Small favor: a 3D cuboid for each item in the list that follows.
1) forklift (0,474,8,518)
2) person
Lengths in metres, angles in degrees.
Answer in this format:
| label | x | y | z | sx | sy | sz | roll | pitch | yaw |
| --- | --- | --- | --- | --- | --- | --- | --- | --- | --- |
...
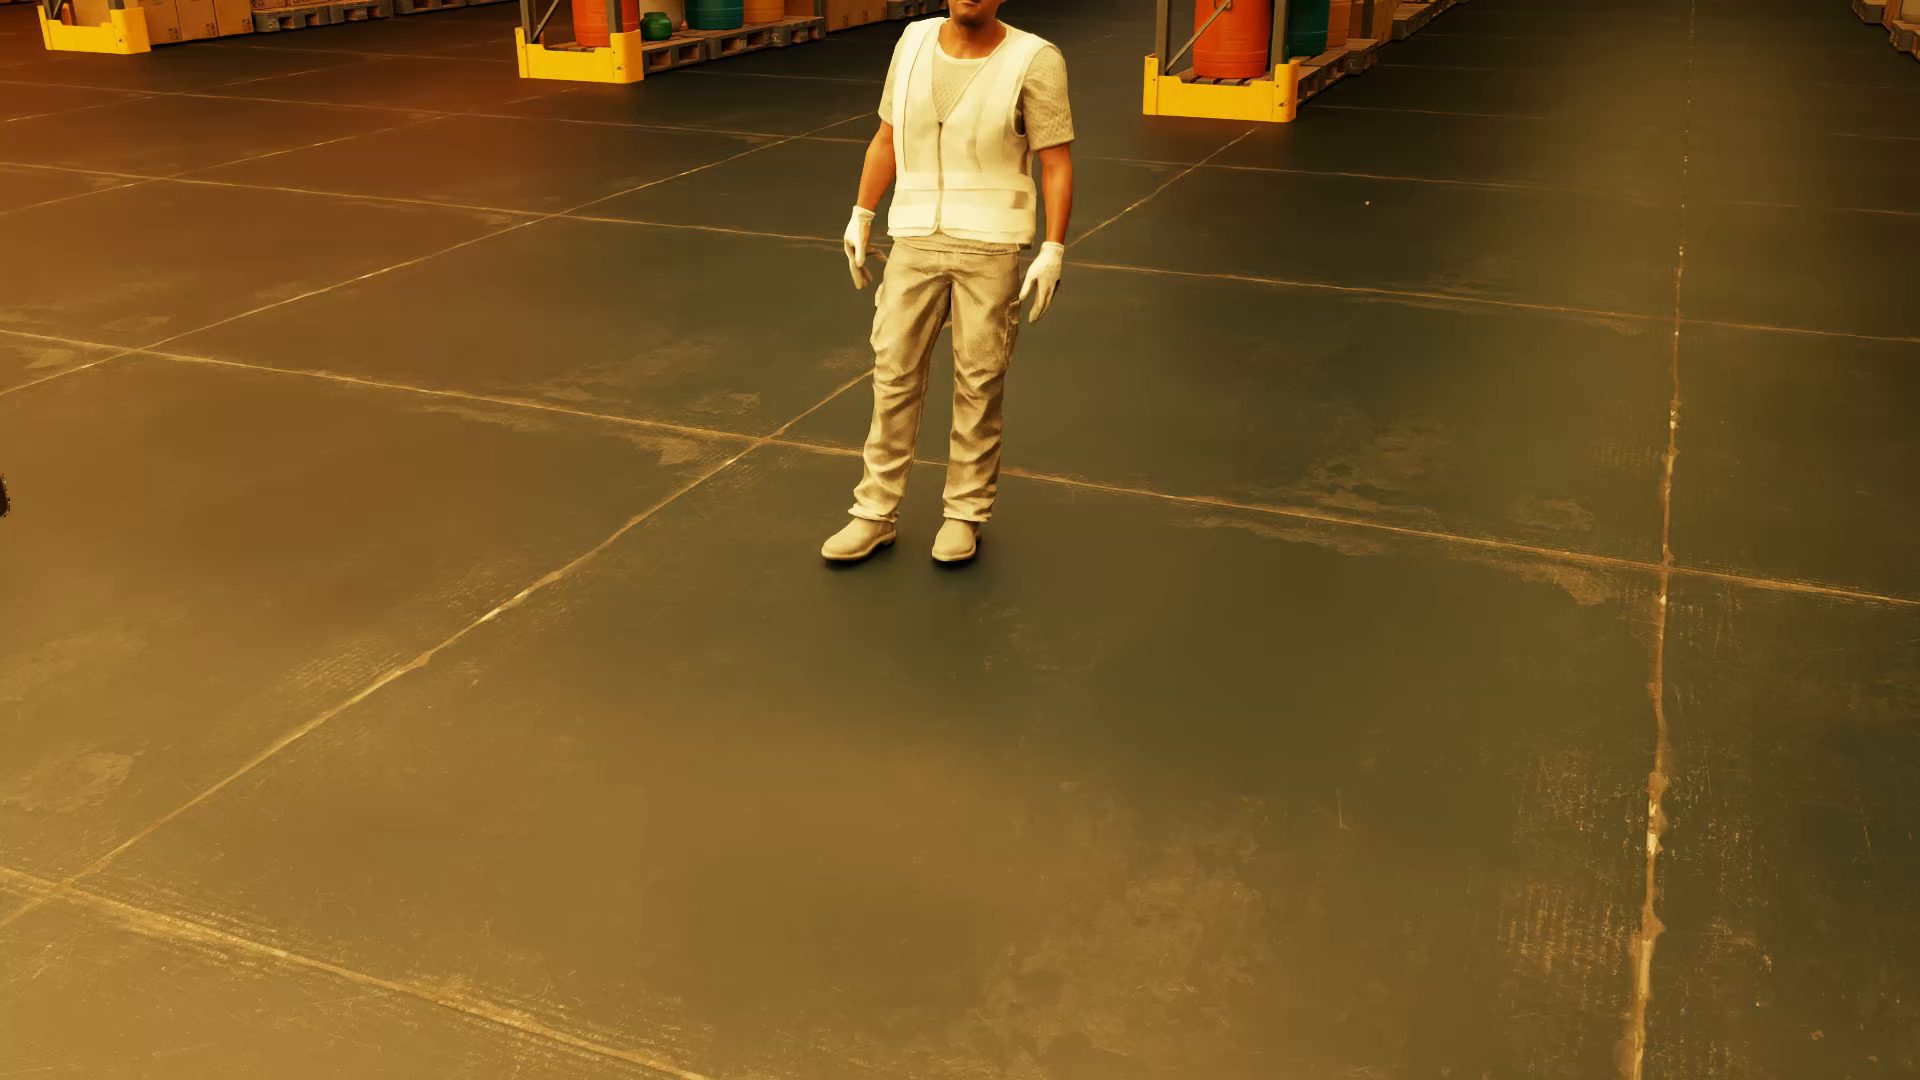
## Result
| label | x | y | z | sx | sy | sz | roll | pitch | yaw |
| --- | --- | --- | --- | --- | --- | --- | --- | --- | --- |
| forklift | -4.378 | -1.135 | 4.007 | 3.031 | 2.935 | 1.130 | -3 | 23 | -7 |
| person | -0.035 | -0.805 | 4.687 | 0.657 | 1.785 | 0.575 | 9 | 24 | 21 |
